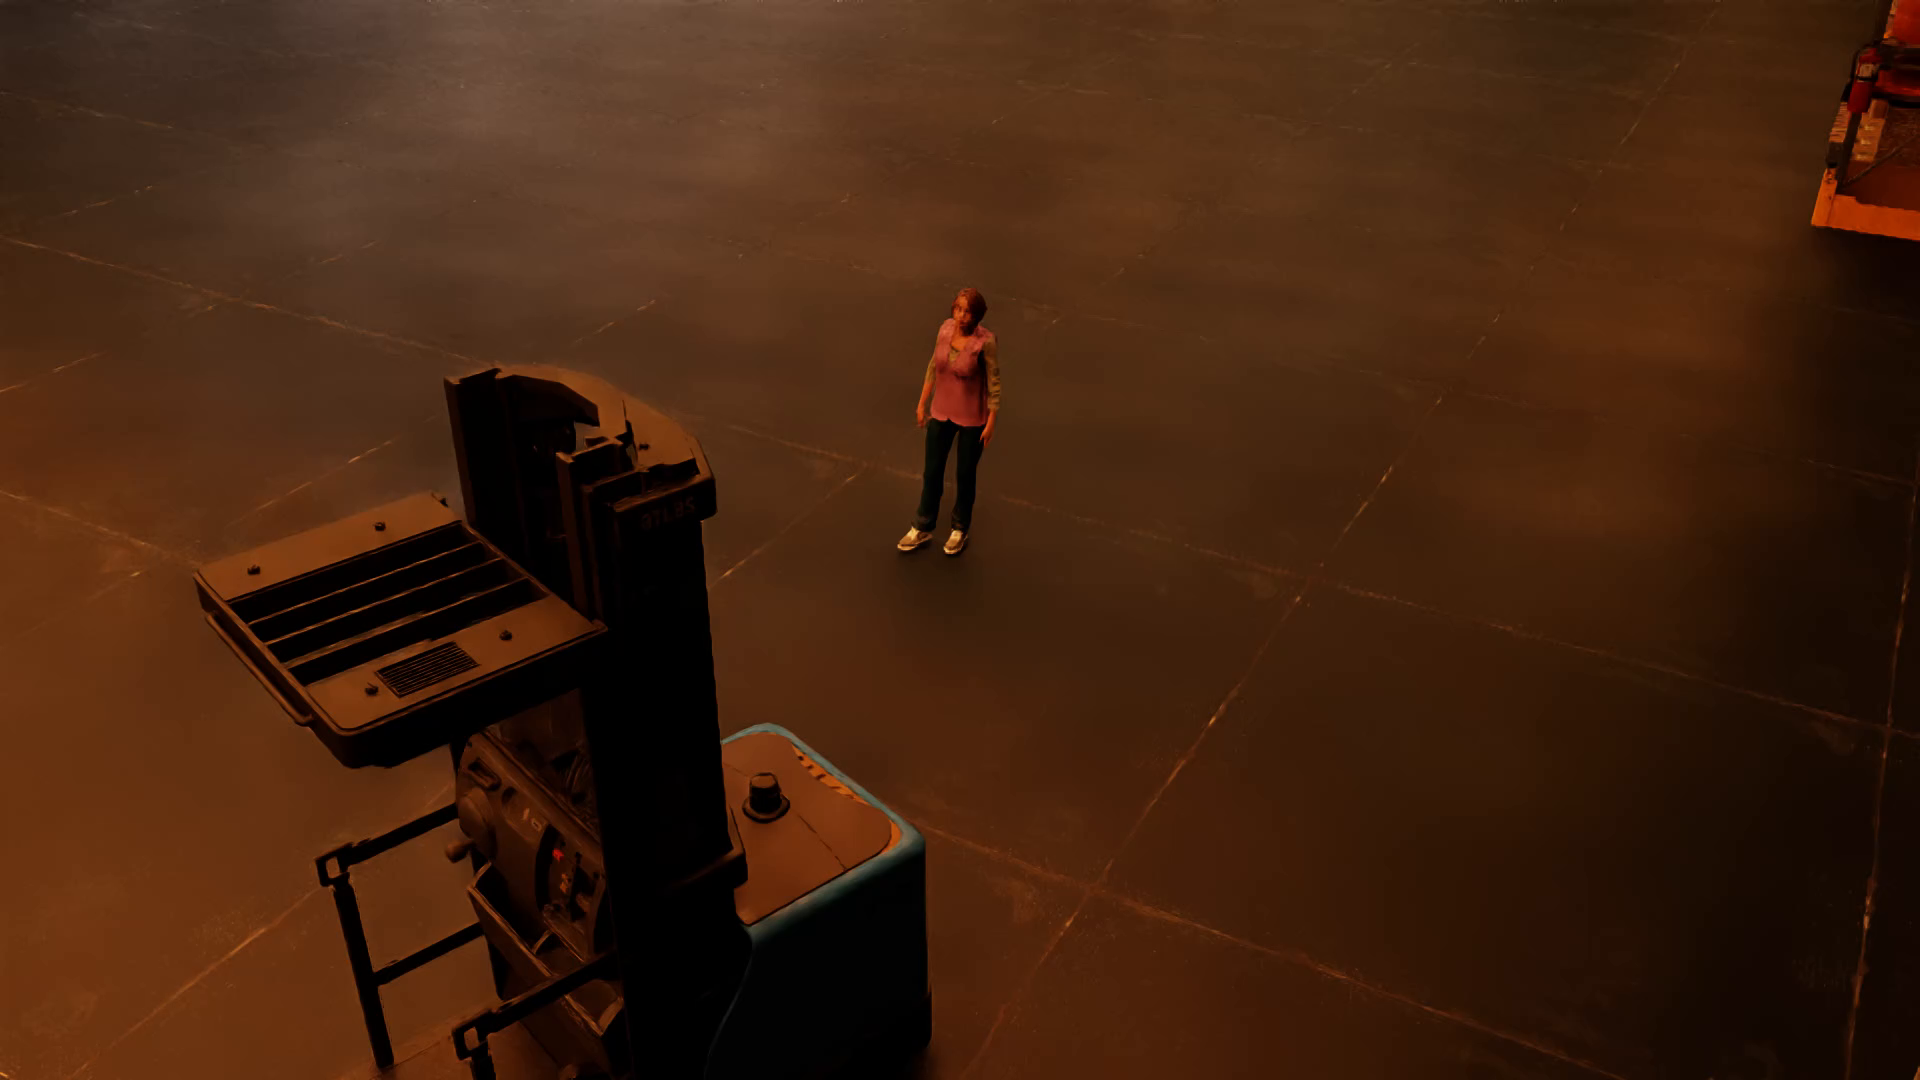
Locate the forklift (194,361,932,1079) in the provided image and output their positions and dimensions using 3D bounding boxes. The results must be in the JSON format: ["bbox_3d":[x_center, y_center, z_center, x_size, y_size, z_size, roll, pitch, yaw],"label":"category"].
[{"bbox_3d":[-1.553,1.031,5.284,3.031,2.935,1.130,-24,37,-35],"label":"forklift"}]

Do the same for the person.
[{"bbox_3d":[-0.048,-0.669,9.550,0.520,1.597,0.474,15,33,25],"label":"person"}]
